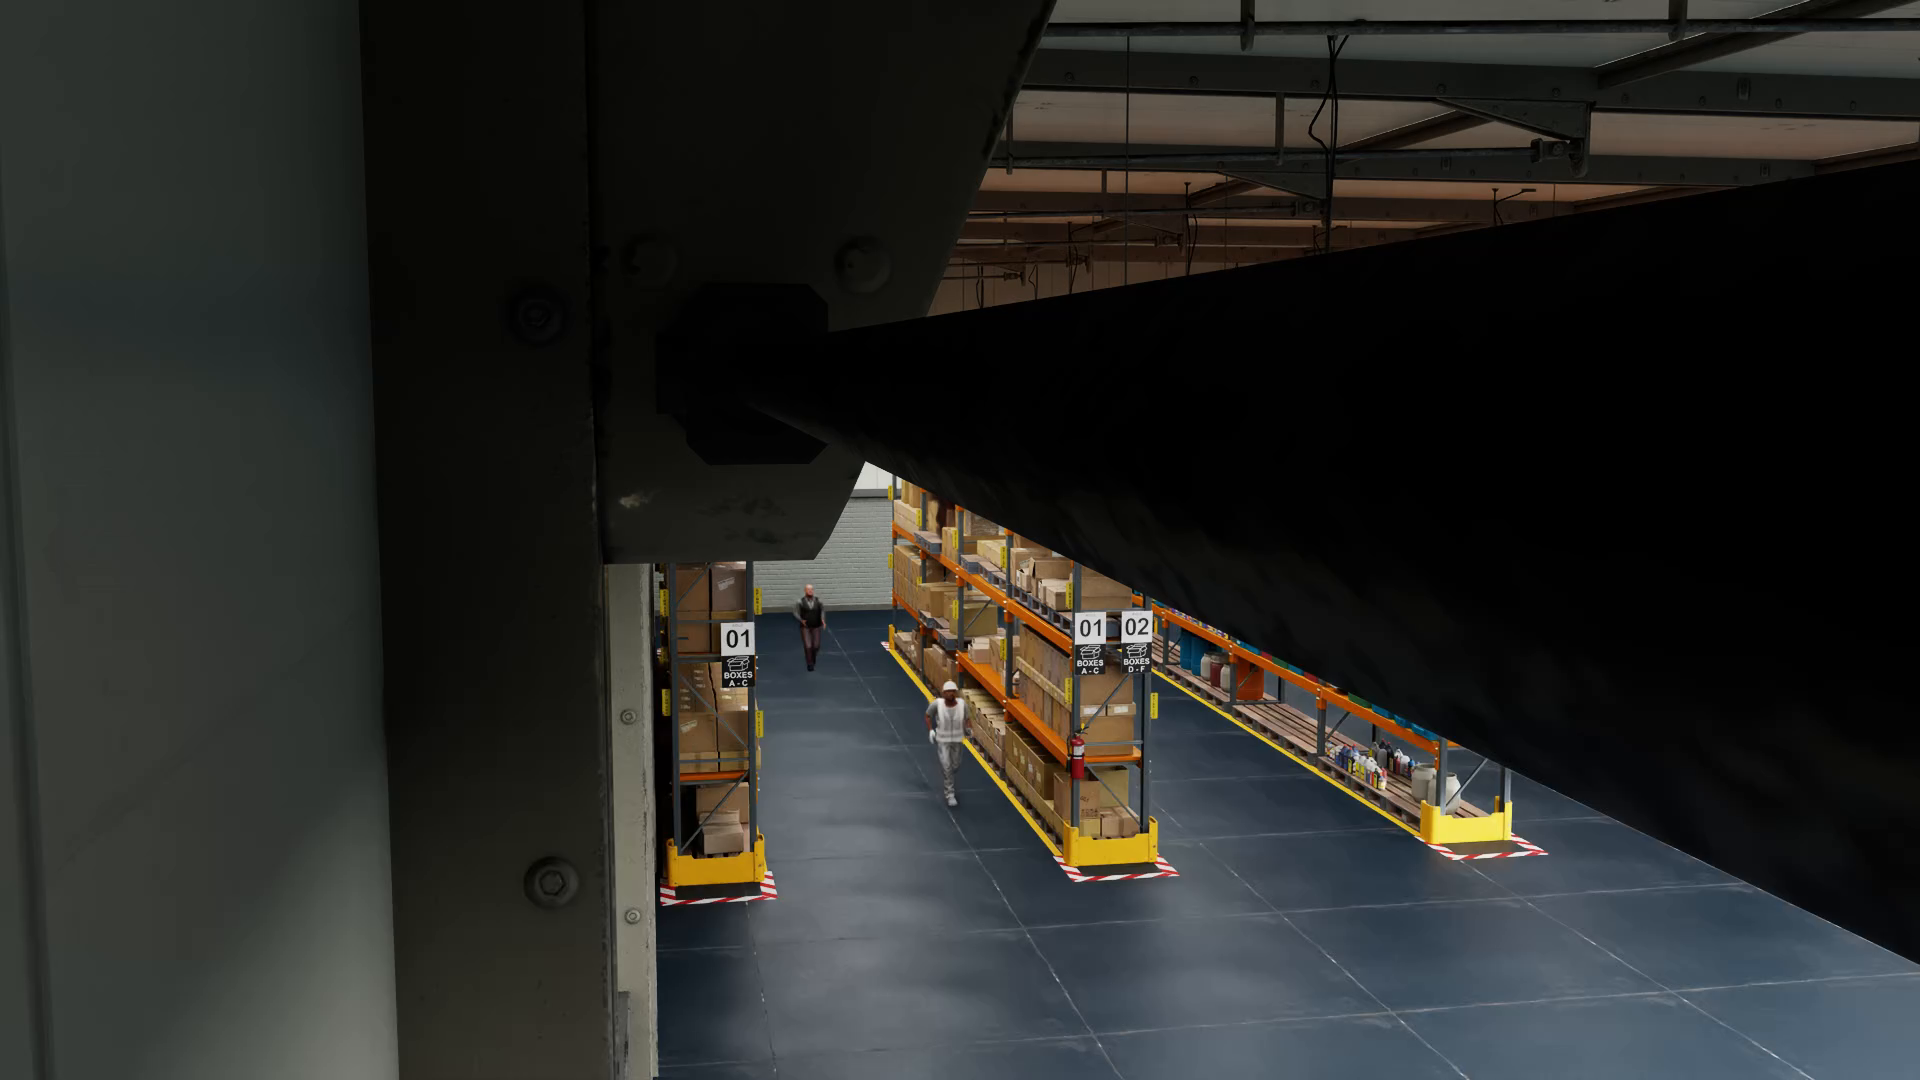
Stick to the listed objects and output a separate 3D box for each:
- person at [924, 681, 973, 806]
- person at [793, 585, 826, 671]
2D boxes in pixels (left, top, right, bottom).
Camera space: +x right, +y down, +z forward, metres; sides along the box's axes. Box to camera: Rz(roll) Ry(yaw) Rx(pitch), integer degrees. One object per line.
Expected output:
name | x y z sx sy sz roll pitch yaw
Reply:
person | -0.173 2.877 23.964 0.664 1.759 0.889 -1 6 -13
person | -2.923 1.711 32.471 0.661 1.676 0.525 -2 6 -15
